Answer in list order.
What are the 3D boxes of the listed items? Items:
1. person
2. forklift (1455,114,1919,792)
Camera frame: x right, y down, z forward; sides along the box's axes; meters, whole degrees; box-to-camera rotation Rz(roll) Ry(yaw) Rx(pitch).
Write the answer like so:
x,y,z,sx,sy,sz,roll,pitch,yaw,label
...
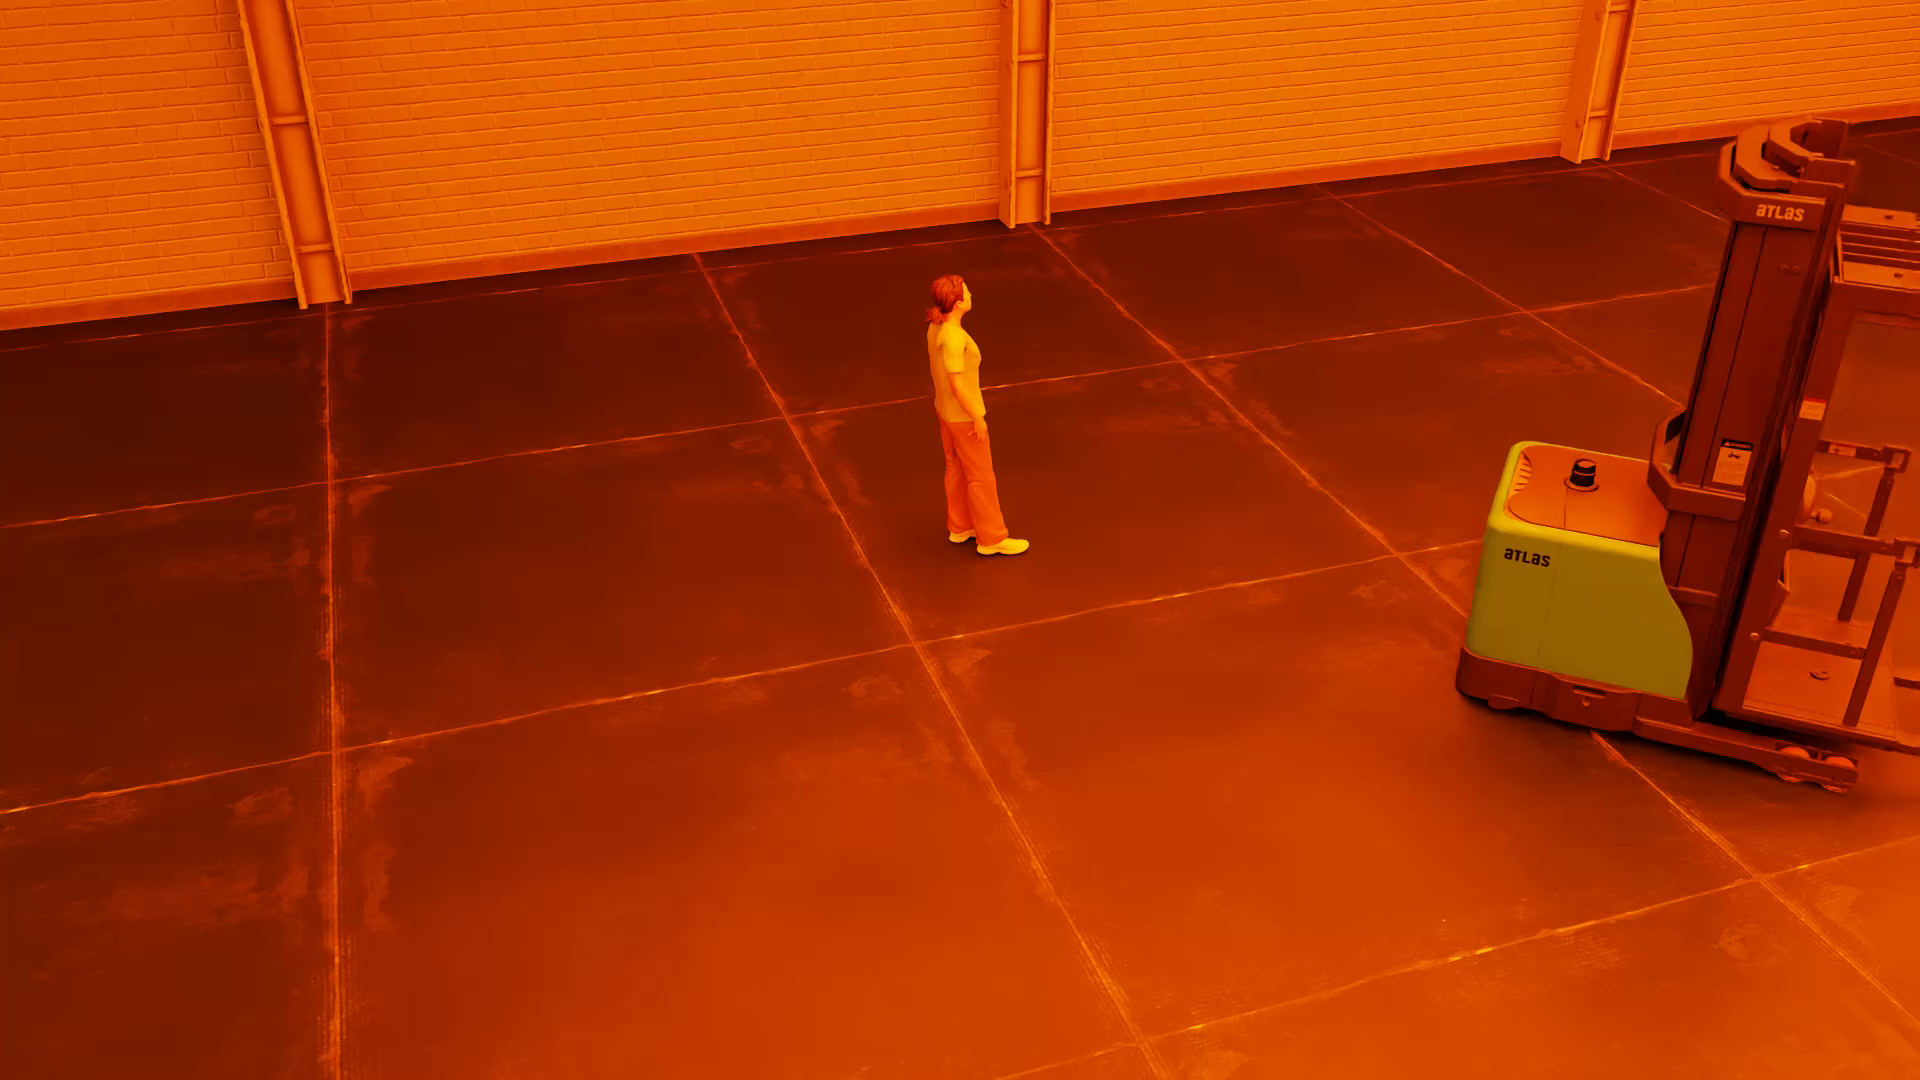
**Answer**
x,y,z,sx,sy,sz,roll,pitch,yaw,label
0.074,-0.739,9.615,0.548,1.673,0.553,-10,31,-16,person
4.123,-0.371,7.731,3.031,2.935,1.130,12,32,20,forklift
